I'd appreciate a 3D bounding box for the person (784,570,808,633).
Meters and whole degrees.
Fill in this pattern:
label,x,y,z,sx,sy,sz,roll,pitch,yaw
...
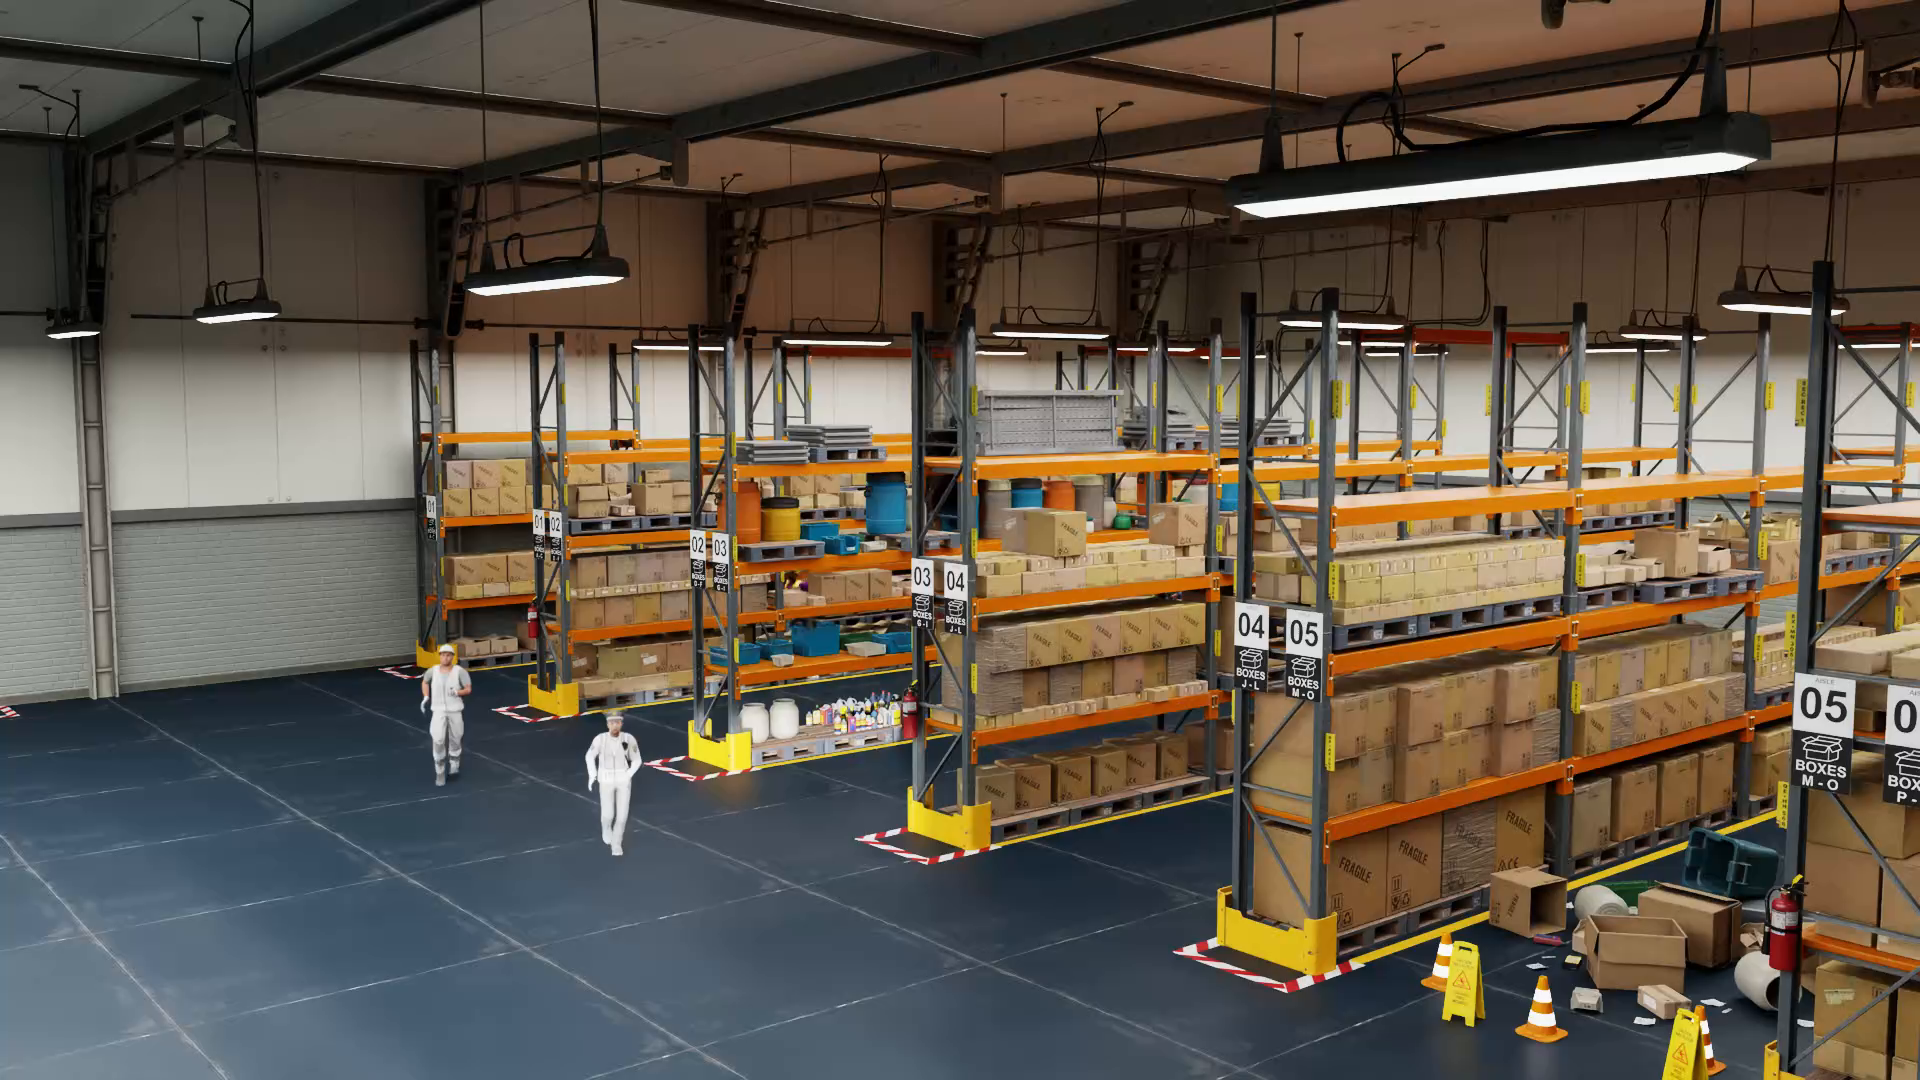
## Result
label,x,y,z,sx,sy,sz,roll,pitch,yaw
person,-3.167,1.364,31.711,0.703,1.758,0.828,5,7,42

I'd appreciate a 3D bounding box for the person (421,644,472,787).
label,x,y,z,sx,sy,sz,roll,pitch,yaw
person,-6.684,2.274,21.657,0.646,1.839,0.758,-1,5,-15

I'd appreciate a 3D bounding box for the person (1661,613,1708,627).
label,x,y,z,sx,sy,sz,roll,pitch,yaw
person,11.267,1.886,25.992,0.934,1.706,0.687,-4,7,-36

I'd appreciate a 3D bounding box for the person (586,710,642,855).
label,x,y,z,sx,sy,sz,roll,pitch,yaw
person,-3.790,2.664,18.242,0.600,1.638,0.576,-1,5,-13
